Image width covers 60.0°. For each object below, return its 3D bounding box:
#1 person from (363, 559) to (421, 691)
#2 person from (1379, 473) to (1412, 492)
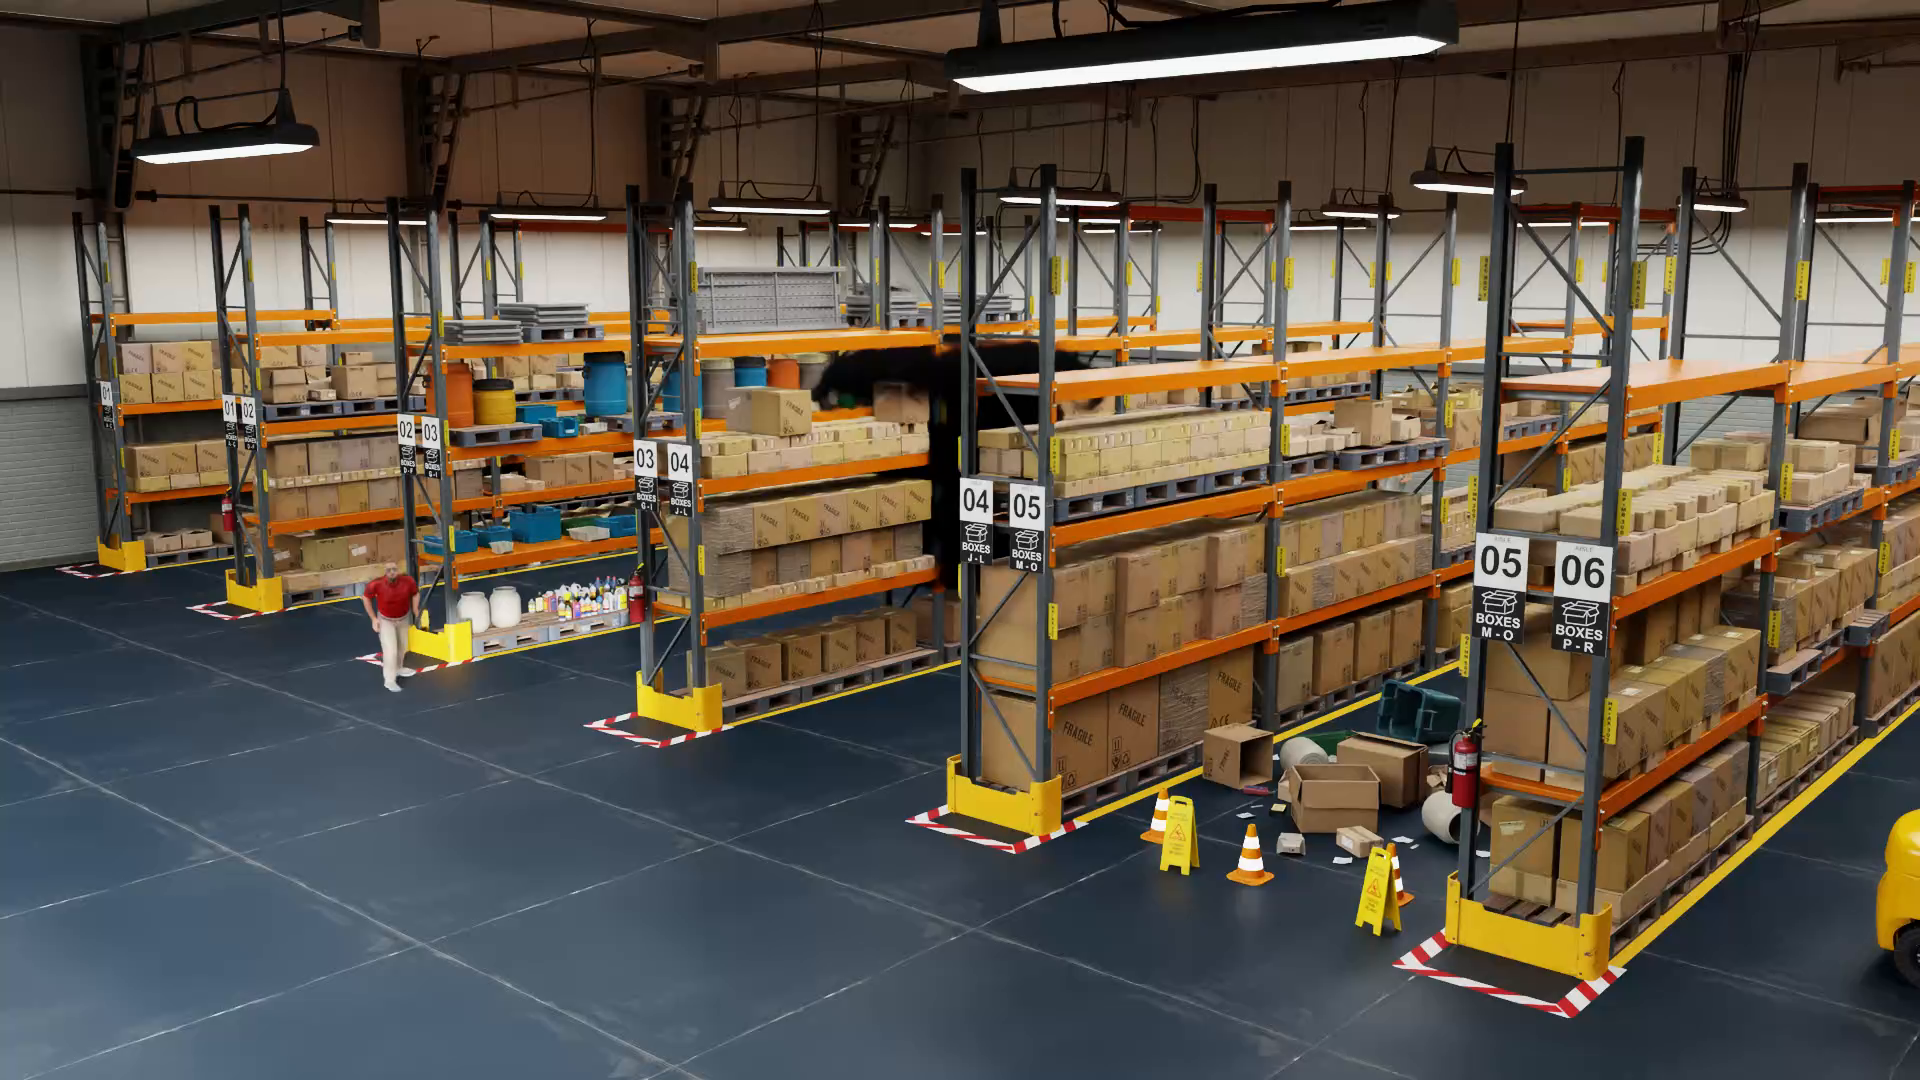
[{"bbox_3d":[-6.911,1.050,20.391,0.920,1.560,0.725,9,13,42],"label":"person"},{"bbox_3d":[8.282,-0.905,31.701,0.574,1.695,0.663,-1,9,-4],"label":"person"}]
